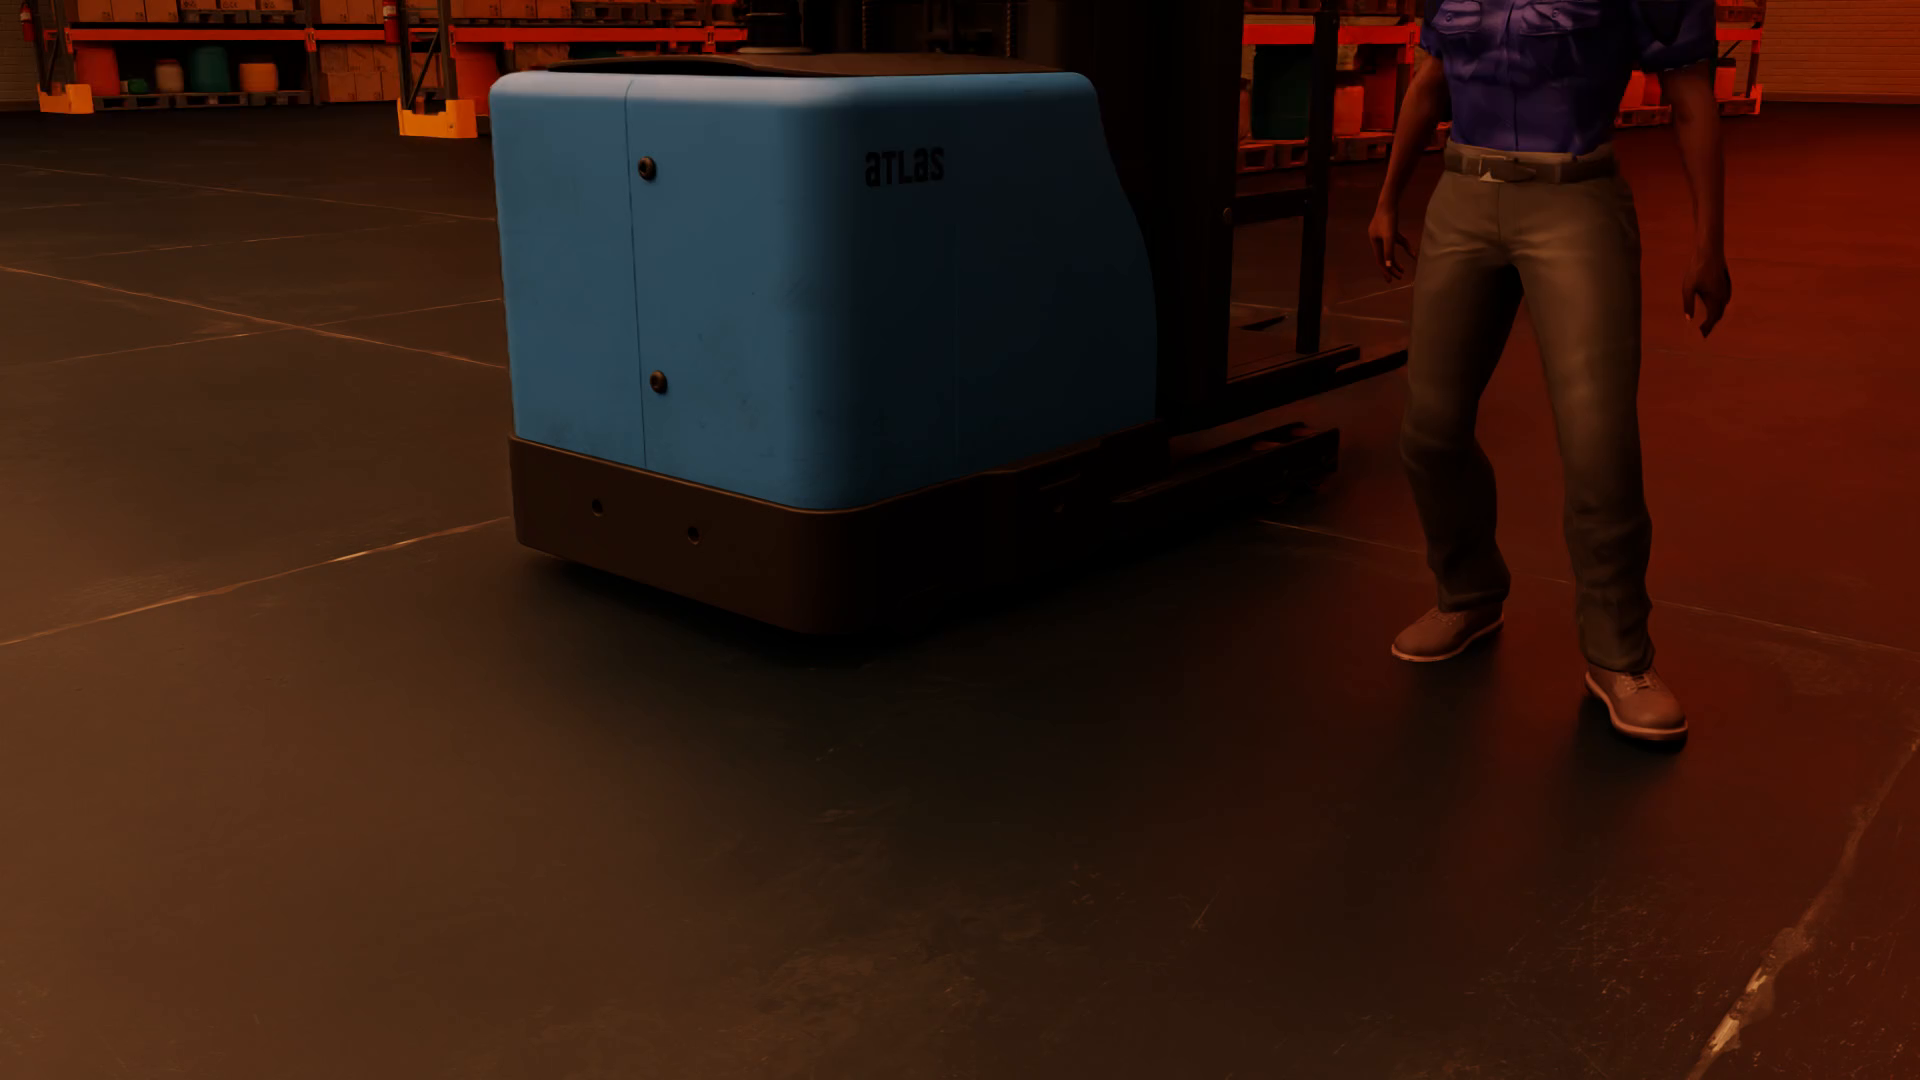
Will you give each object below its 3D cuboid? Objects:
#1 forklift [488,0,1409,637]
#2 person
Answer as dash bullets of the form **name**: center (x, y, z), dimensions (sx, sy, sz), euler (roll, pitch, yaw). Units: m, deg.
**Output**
- **forklift**: center (0.348, -1.575, 4.084), dimensions (1.130, 2.935, 3.031), euler (14, 22, 38)
- **person**: center (1.026, -0.523, 2.909), dimensions (0.391, 1.628, 0.793), euler (-15, 23, -41)
